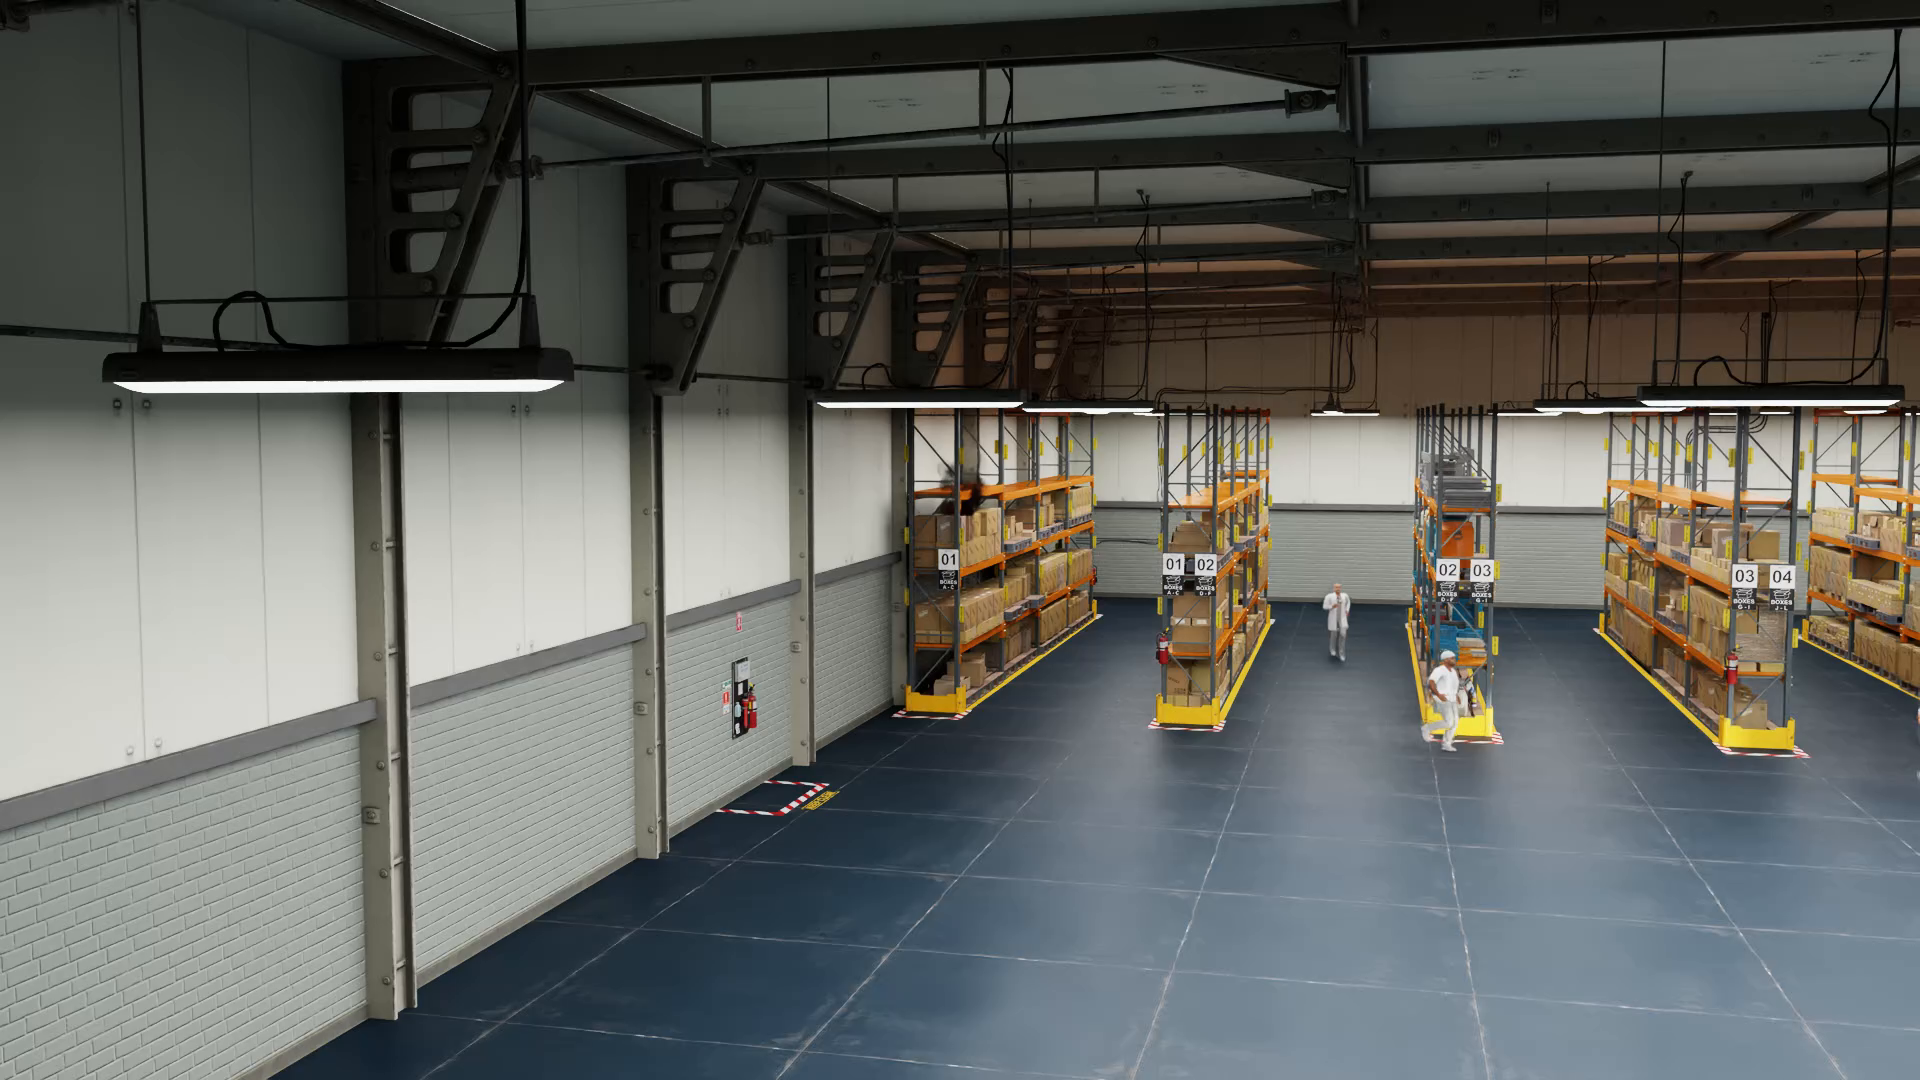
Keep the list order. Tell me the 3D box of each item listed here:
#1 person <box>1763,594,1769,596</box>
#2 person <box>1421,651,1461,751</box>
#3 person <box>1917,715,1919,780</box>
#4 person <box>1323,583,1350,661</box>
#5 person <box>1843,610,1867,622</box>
[{"bbox_3d":[21.211,1.733,44.103,0.500,1.577,0.653,-2,5,-23],"label":"person"},{"bbox_3d":[8.442,2.773,28.863,0.749,1.699,0.696,-4,6,-44],"label":"person"},{"bbox_3d":[15.023,3.004,25.355,0.645,1.752,0.614,-3,5,-35],"label":"person"},{"bbox_3d":[9.000,1.940,39.686,0.692,1.841,0.806,0,4,3],"label":"person"},{"bbox_3d":[23.833,1.708,44.220,0.706,1.643,0.519,1,4,13],"label":"person"}]
